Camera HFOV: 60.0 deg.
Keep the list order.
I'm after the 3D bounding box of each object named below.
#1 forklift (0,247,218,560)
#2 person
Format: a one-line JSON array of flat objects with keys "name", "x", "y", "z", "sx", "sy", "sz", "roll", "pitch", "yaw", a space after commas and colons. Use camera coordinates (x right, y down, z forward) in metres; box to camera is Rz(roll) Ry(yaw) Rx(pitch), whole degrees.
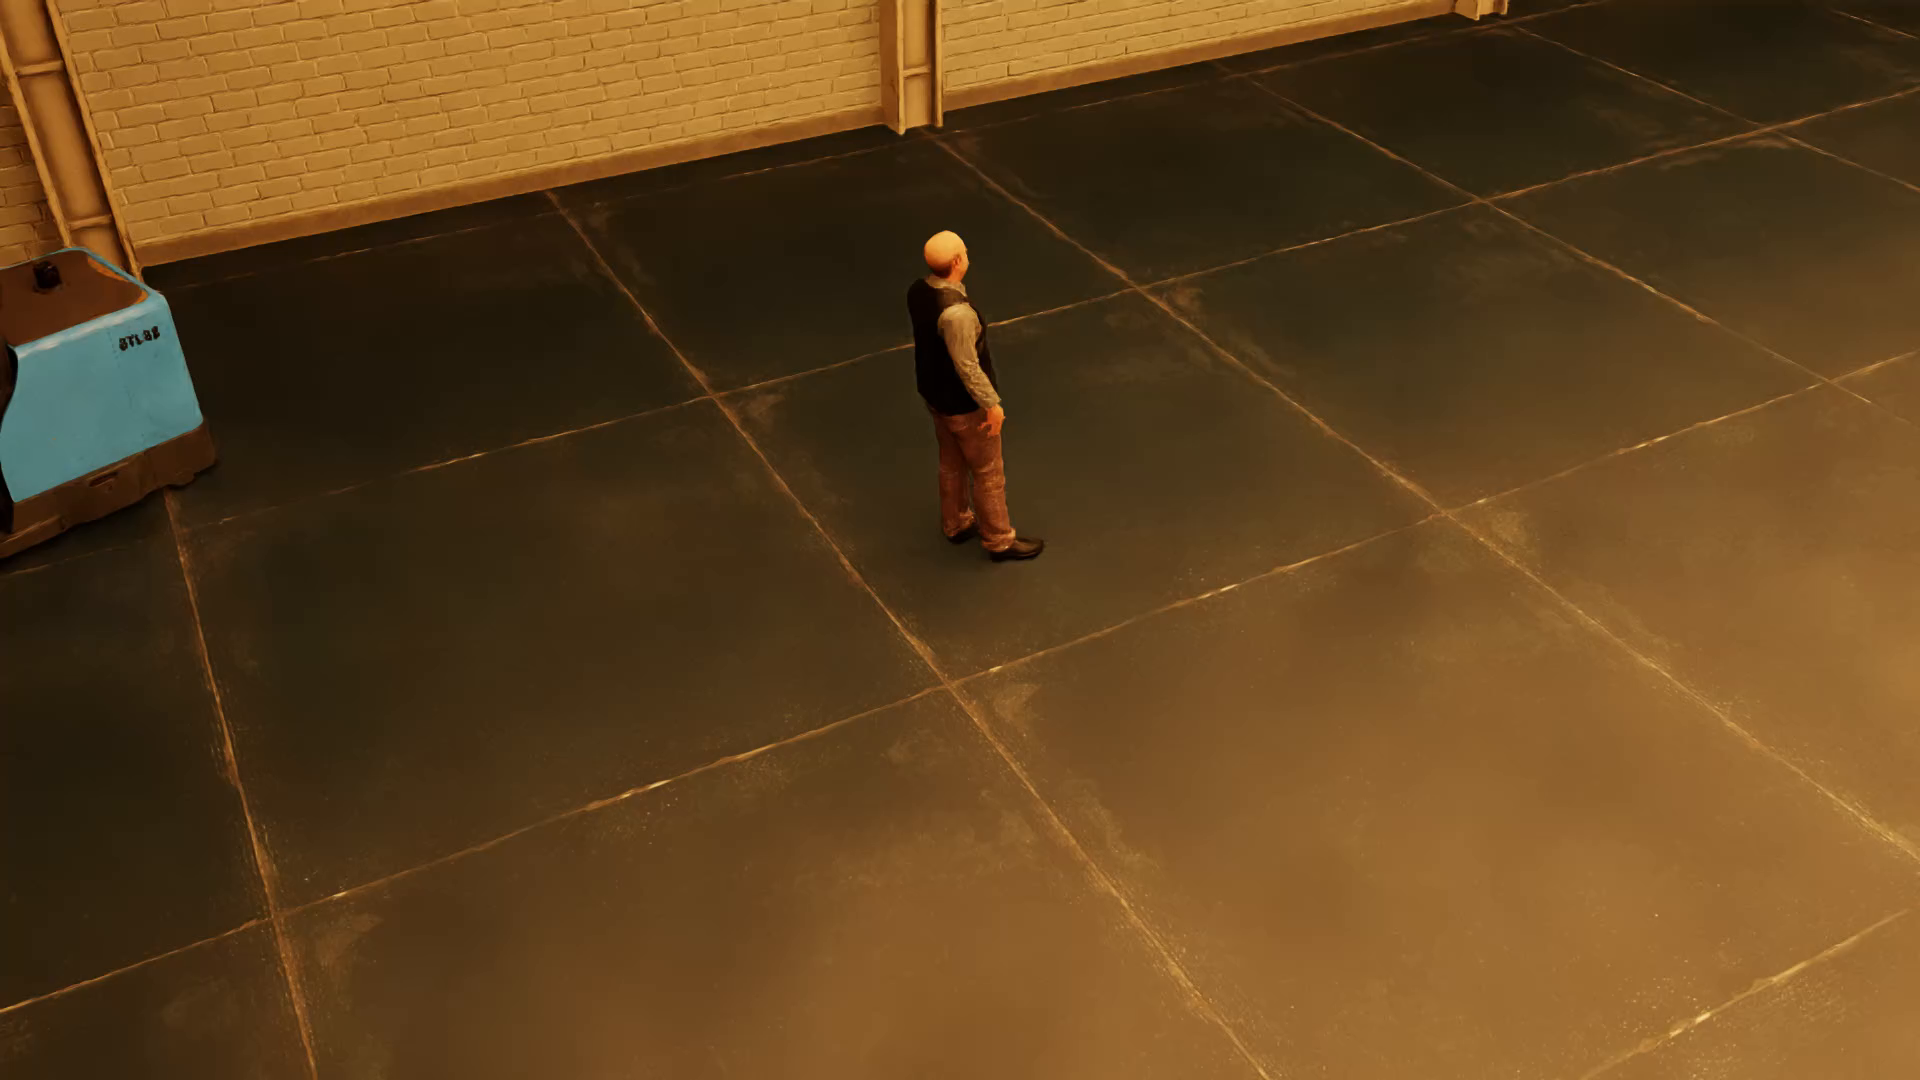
[{"name": "forklift", "x": -5.450, "y": -1.129, "z": 7.720, "sx": 1.130, "sy": 2.935, "sz": 3.031, "roll": 27, "pitch": 44, "yaw": 33}, {"name": "person", "x": 0.059, "y": -0.721, "z": 8.179, "sx": 0.567, "sy": 1.720, "sz": 0.632, "roll": -17, "pitch": 39, "yaw": -23}]
